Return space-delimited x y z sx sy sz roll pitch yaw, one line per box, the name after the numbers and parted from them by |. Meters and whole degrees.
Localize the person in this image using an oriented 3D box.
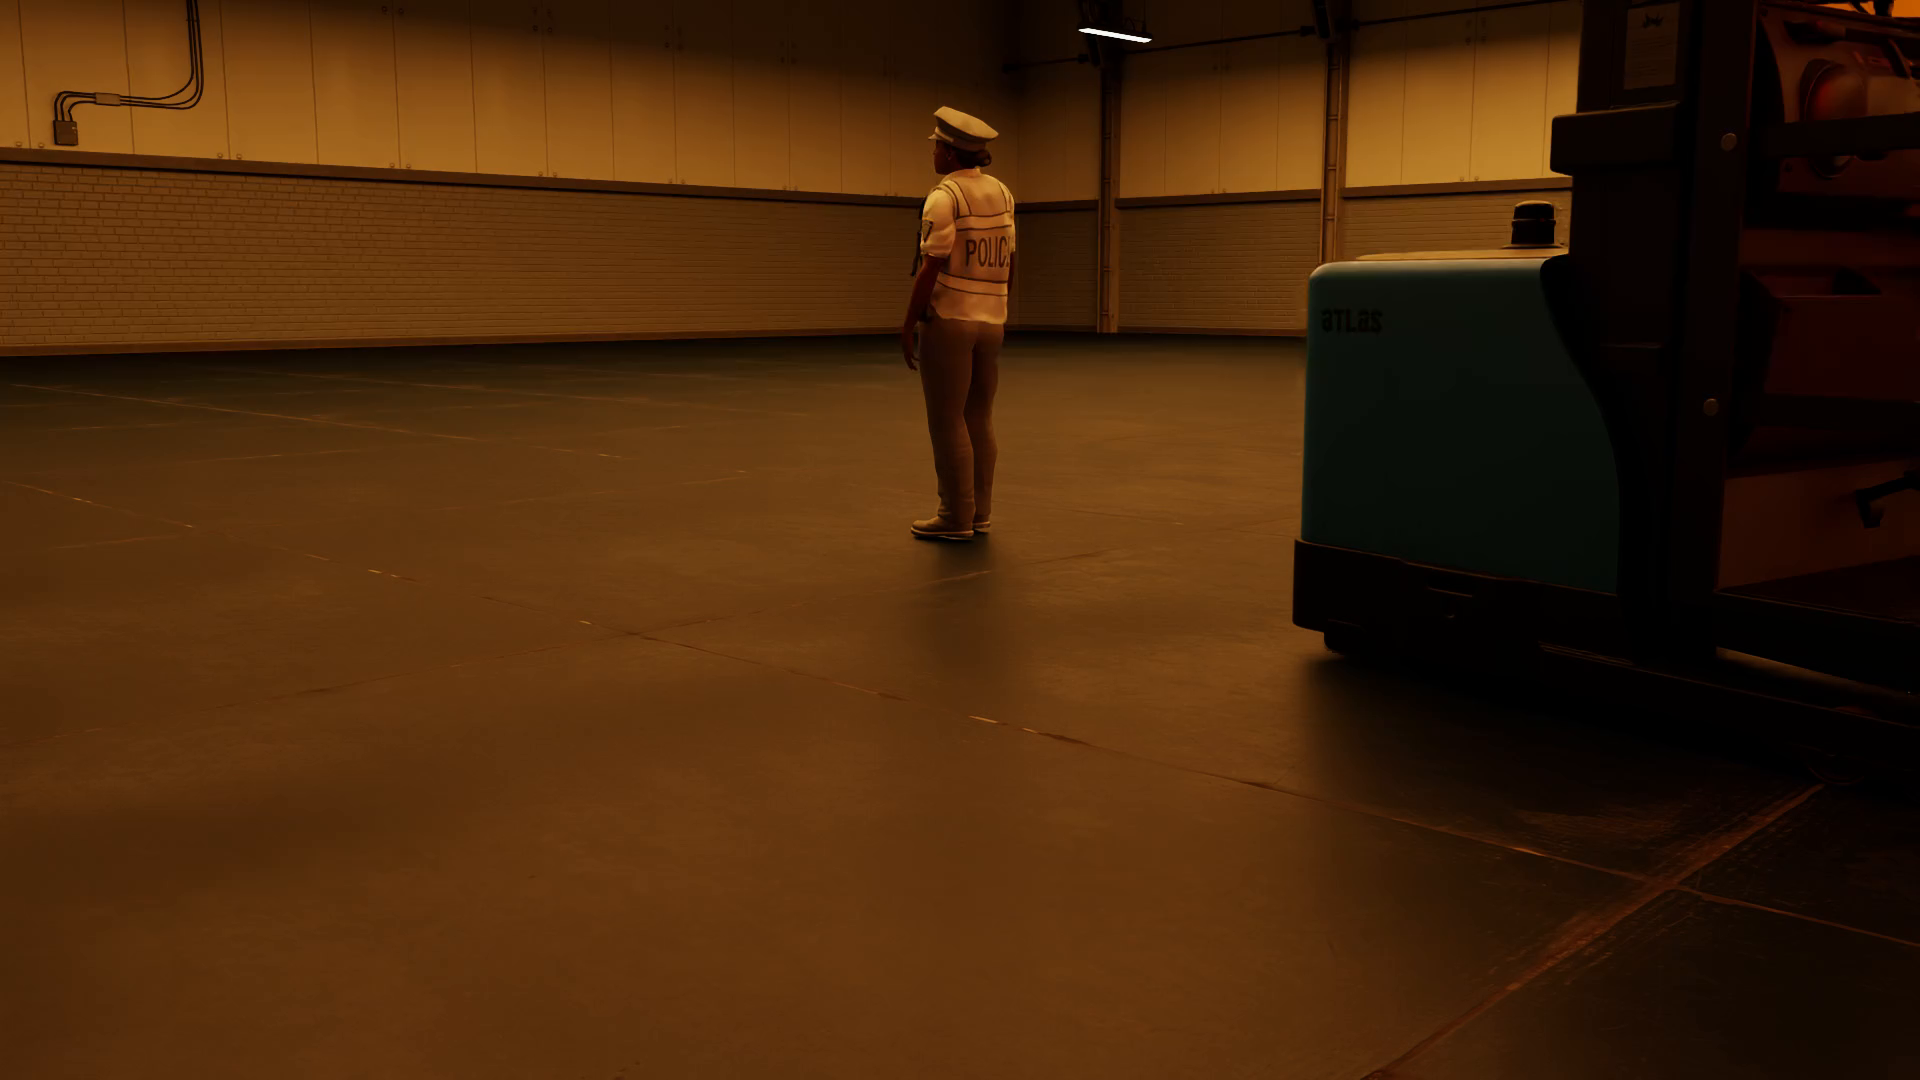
-0.040 -0.855 6.656 0.528 1.695 0.569 8 12 43 | person

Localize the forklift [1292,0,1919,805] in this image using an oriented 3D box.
2.177 -1.004 3.541 1.130 2.935 3.031 -6 10 -34 | forklift
